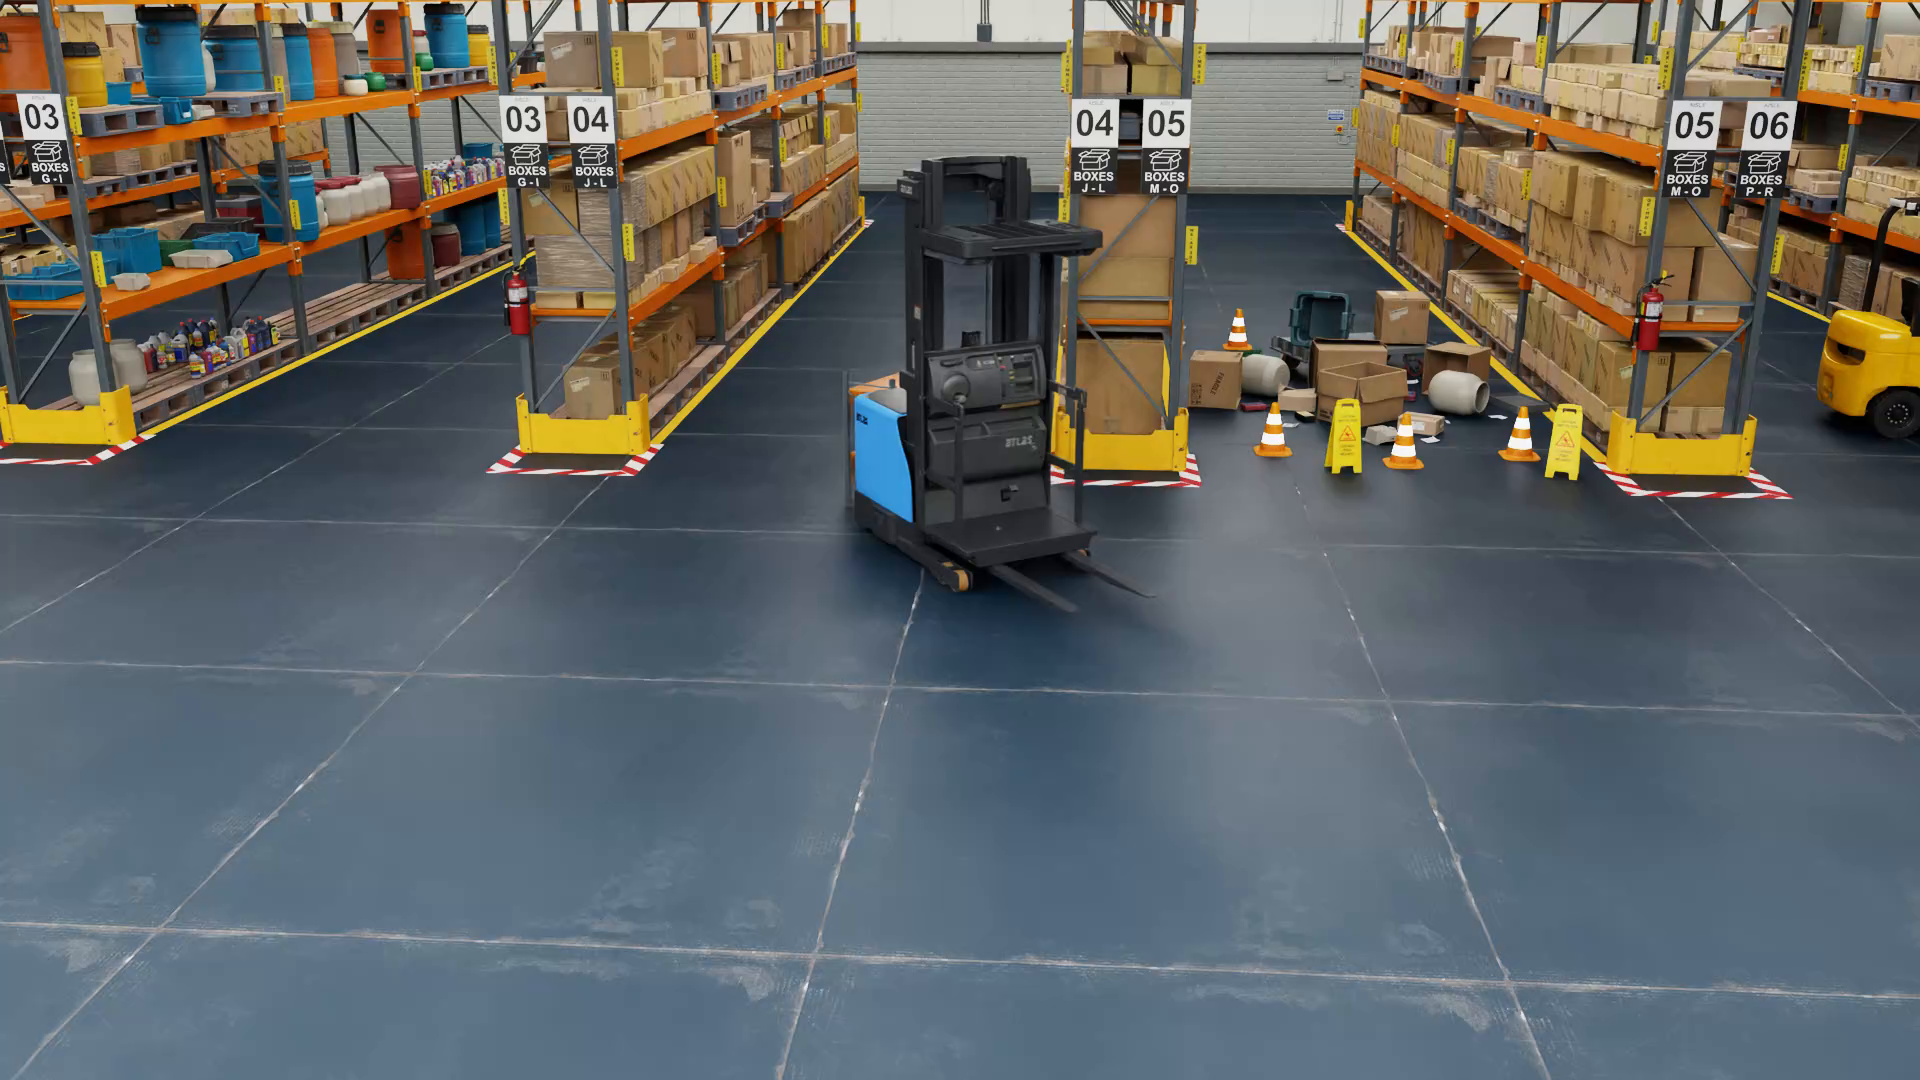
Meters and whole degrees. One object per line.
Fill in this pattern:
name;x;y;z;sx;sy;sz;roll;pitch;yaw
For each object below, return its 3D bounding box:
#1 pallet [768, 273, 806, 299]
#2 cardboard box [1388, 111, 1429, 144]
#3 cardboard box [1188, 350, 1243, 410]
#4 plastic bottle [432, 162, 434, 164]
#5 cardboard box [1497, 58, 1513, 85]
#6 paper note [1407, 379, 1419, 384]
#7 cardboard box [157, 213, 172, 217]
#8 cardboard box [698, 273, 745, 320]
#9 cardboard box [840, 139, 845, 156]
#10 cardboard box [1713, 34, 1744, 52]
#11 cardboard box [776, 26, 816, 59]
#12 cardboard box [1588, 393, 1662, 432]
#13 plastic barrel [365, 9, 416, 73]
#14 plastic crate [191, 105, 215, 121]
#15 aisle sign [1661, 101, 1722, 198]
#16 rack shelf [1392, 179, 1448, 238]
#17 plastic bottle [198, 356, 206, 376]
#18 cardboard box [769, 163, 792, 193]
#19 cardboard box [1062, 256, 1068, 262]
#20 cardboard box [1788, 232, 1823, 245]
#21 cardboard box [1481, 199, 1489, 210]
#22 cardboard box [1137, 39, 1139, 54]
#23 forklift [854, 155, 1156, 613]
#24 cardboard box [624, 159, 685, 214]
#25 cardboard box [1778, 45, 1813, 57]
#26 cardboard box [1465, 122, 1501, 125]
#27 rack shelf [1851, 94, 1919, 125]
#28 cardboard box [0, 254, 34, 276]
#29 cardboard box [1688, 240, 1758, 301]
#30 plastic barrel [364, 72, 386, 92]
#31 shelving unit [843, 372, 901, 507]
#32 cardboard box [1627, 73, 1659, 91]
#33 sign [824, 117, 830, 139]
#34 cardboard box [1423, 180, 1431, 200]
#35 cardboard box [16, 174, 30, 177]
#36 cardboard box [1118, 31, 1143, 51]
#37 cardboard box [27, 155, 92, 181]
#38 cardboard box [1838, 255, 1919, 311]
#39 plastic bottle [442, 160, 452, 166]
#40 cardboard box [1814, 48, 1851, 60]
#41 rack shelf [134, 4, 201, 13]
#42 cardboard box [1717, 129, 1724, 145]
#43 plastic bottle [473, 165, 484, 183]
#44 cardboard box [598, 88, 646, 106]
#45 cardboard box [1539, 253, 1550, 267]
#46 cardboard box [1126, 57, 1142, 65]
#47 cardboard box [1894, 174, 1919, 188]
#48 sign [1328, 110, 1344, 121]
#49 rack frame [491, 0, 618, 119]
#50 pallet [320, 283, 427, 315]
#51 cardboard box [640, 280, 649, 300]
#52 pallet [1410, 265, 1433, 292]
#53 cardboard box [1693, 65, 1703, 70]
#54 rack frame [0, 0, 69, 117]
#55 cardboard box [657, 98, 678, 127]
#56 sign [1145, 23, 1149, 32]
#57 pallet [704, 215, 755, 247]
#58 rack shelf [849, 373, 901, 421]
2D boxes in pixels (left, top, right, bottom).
pallet;-2.791;-3.653;23.733;1.003;0.211;1.213;1;18;4
cardboard box;7.007;-6.432;25.968;0.500;0.500;0.500;1;18;3
cardboard box;2.643;-1.659;17.179;0.500;0.500;0.500;4;19;13
plastic bottle;-8.092;-5.652;25.544;0.061;0.283;0.133;1;18;4
cardboard box;6.881;-5.514;19.951;0.797;0.503;0.637;1;18;4
paper note;4.935;-1.734;18.167;0.148;0.019;0.142;1;18;4
cardboard box;-12.821;-4.910;26.399;0.500;0.500;0.500;2;18;5
cardboard box;-3.051;-3.026;20.648;0.700;0.500;0.500;0;18;-1
cardboard box;-2.226;-6.656;28.182;0.500;0.250;0.500;1;18;4
cardboard box;12.023;-7.700;25.747;0.500;0.250;0.500;1;18;3
cardboard box;-2.640;-7.942;26.531;0.700;0.500;0.500;0;18;1
cardboard box;6.180;-1.187;15.469;0.500;0.250;0.500;1;18;4
plastic barrel;-7.819;-6.851;22.833;0.600;0.830;0.708;1;18;4
plastic crate;-7.861;-4.396;17.128;0.243;0.136;0.396;1;18;4
aisle sign;6.095;-3.252;13.855;0.394;0.787;0.004;1;18;4
rack shelf;7.105;-4.793;23.890;1.077;0.370;4.000;1;18;4
plastic bottle;-7.988;-1.829;17.474;0.097;0.201;0.097;0;18;0
cardboard box;-2.616;-4.928;22.984;0.500;0.500;0.500;2;18;6
cardboard box;1.825;-3.265;21.008;1.050;0.750;0.750;2;18;5
cardboard box;11.829;-4.208;23.246;0.380;0.149;0.250;1;18;3
cardboard box;6.654;-4.165;20.545;0.380;0.149;0.250;2;18;7
cardboard box;1.967;-4.928;16.616;0.380;0.149;0.250;2;18;5
forklift;0.300;-1.176;11.806;1.130;2.935;3.031;-9;20;-27
cardboard box;-3.078;-3.545;16.681;0.500;0.500;0.500;1;18;4
cardboard box;11.717;-6.856;23.304;0.380;0.149;0.250;1;18;4
cardboard box;7.359;-5.656;23.600;0.500;0.500;0.500;2;18;5
rack shelf;11.770;-4.867;19.297;1.077;0.370;4.000;1;18;4
cardboard box;-12.665;-3.630;22.026;0.500;0.311;0.500;1;18;4
cardboard box;6.699;-2.359;14.667;0.500;0.500;0.500;1;18;3
plastic barrel;-7.830;-6.120;22.214;0.294;0.245;0.294;0;18;0
shelving unit;-0.458;-0.915;13.910;0.538;1.125;1.048;11;21;31
cardboard box;6.269;-4.138;15.041;0.380;0.149;0.250;1;18;4
sign;-2.094;-6.481;26.153;0.100;0.325;0.005;1;18;4
cardboard box;6.812;-4.921;23.364;0.500;0.250;0.500;1;18;3
cardboard box;-17.312;-6.695;30.837;0.380;0.149;0.250;1;18;4
cardboard box;2.337;-6.790;22.619;0.396;0.266;0.258;1;18;4
cardboard box;-12.871;-5.403;23.759;0.700;0.500;0.500;-5;19;-15
cardboard box;11.855;-3.282;21.261;0.875;0.625;0.625;2;18;6
plastic bottle;-8.016;-5.780;25.945;0.152;0.276;0.135;1;18;4
cardboard box;11.720;-6.527;22.332;0.380;0.149;0.250;1;18;3
rack shelf;-12.660;-7.898;24.371;1.077;0.370;4.000;1;18;4
cardboard box;6.666;-3.515;14.418;0.380;0.149;0.250;1;18;2
plastic bottle;-7.354;-5.588;25.358;0.152;0.276;0.135;1;18;4
cardboard box;-3.145;-4.117;15.454;0.380;0.149;0.250;2;18;6
cardboard box;6.366;-2.982;17.610;0.380;0.149;0.250;2;18;6
cardboard box;1.842;-4.465;15.845;0.500;0.250;0.500;1;18;4
cardboard box;11.591;-4.344;20.161;0.380;0.149;0.250;1;18;5
sign;7.872;-8.899;34.830;0.327;0.218;0.001;1;18;4
rack frame;-3.496;-5.101;14.040;1.000;3.000;0.127;1;18;4
pallet;-7.957;-3.281;22.597;1.003;0.211;1.213;1;18;4
cardboard box;-3.168;-2.369;15.739;0.380;0.149;0.250;1;18;4
pallet;7.184;-3.810;24.211;1.003;0.211;1.213;1;18;4
cardboard box;12.012;-7.550;26.733;0.380;0.149;0.250;2;18;5
rack frame;-8.436;-5.212;14.378;1.000;3.000;0.127;1;18;4
cardboard box;-3.101;-4.224;16.422;0.500;0.250;0.500;2;18;6
sign;2.858;-7.682;25.271;0.100;0.325;0.005;1;18;4
pallet;-3.010;-3.636;19.510;1.003;0.211;1.213;1;18;4
rack shelf;-0.458;-1.194;13.819;0.538;0.278;1.000;11;21;31
